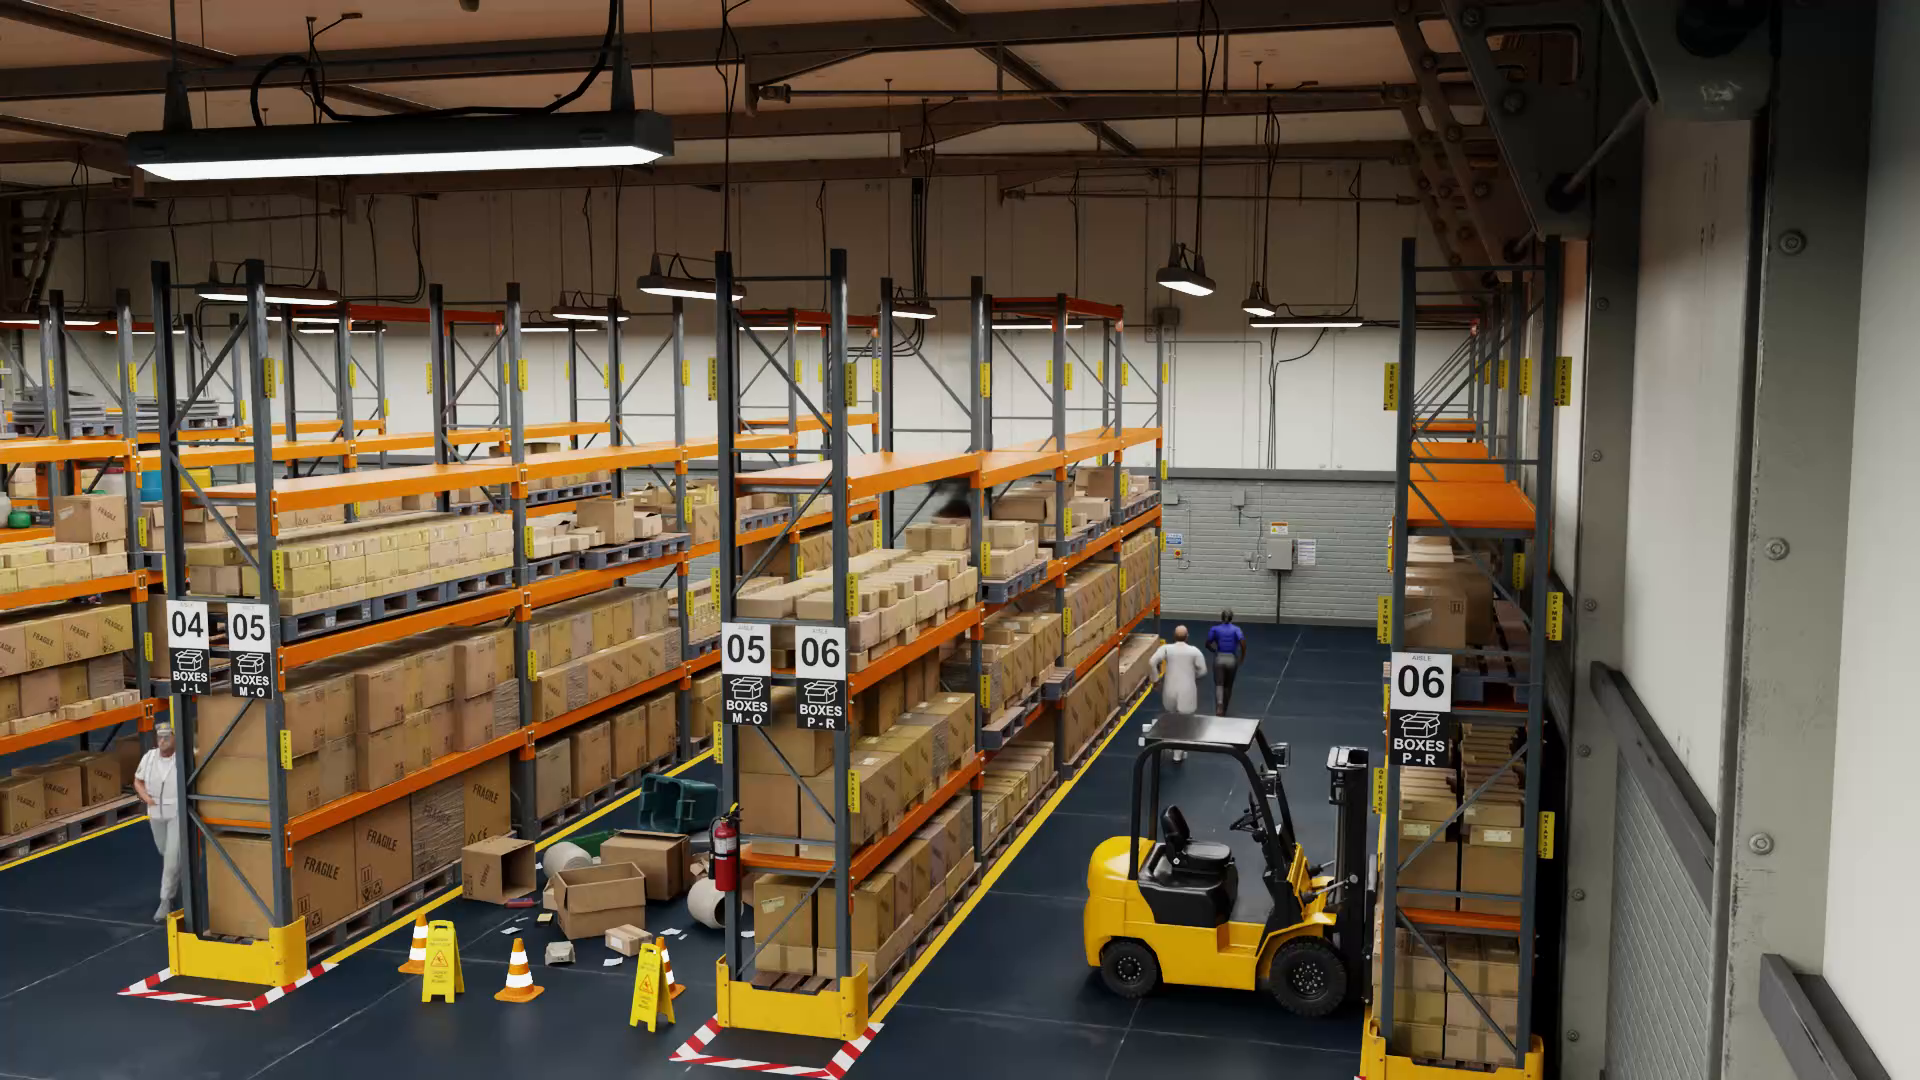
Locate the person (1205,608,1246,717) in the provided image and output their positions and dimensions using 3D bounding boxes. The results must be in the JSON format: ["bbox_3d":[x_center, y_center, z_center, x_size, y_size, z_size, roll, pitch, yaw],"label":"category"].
[{"bbox_3d":[3.835,1.821,24.057,0.600,1.649,0.915,1,6,13],"label":"person"}]

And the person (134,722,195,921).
[{"bbox_3d":[-7.575,2.614,15.965,0.629,1.802,1.140,0,6,2],"label":"person"}]

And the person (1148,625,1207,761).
[{"bbox_3d":[2.862,2.001,21.760,0.741,1.795,0.735,2,6,18],"label":"person"}]
